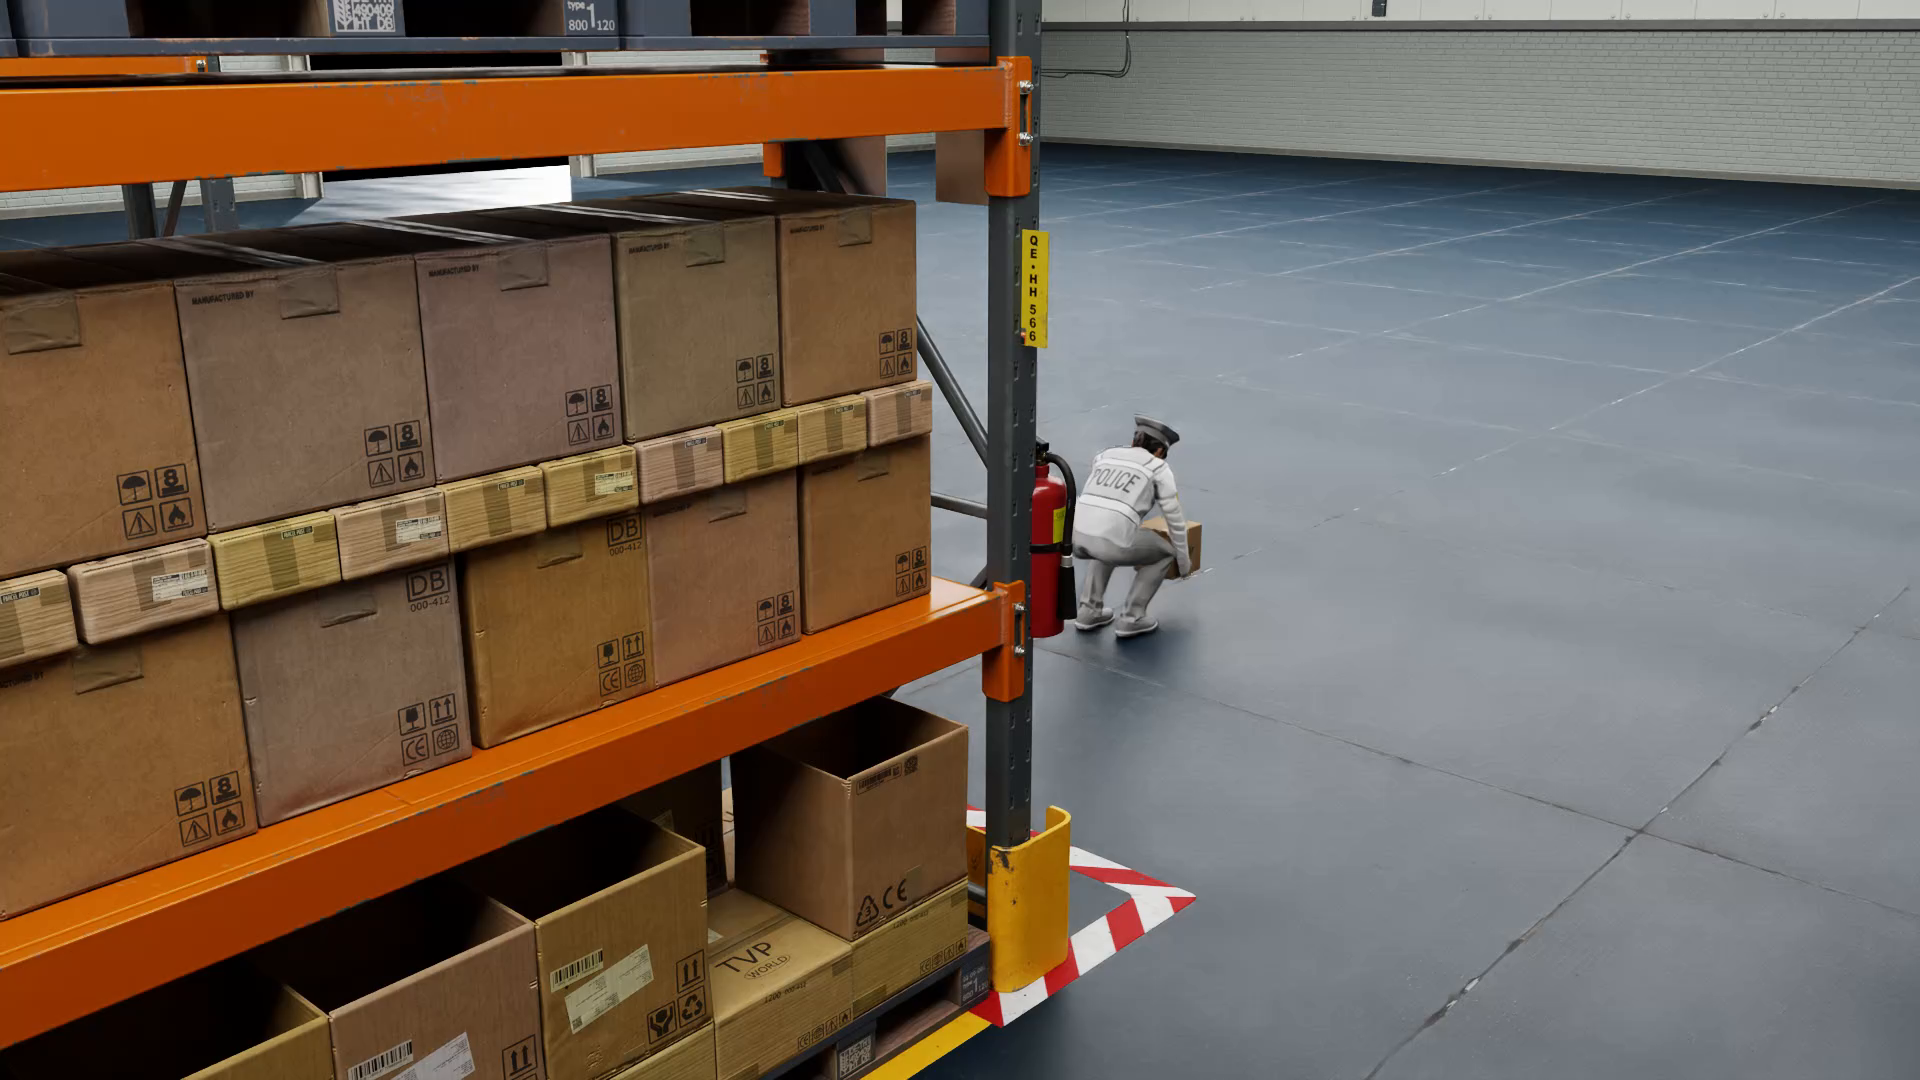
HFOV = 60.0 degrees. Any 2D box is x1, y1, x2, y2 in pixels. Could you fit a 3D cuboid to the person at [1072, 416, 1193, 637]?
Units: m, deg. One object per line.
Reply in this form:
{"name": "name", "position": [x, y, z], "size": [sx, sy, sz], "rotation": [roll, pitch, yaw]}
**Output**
{"name": "person", "position": [0.819, -0.069, 8.351], "size": [0.497, 1.036, 0.819], "rotation": [15, 22, 39]}
